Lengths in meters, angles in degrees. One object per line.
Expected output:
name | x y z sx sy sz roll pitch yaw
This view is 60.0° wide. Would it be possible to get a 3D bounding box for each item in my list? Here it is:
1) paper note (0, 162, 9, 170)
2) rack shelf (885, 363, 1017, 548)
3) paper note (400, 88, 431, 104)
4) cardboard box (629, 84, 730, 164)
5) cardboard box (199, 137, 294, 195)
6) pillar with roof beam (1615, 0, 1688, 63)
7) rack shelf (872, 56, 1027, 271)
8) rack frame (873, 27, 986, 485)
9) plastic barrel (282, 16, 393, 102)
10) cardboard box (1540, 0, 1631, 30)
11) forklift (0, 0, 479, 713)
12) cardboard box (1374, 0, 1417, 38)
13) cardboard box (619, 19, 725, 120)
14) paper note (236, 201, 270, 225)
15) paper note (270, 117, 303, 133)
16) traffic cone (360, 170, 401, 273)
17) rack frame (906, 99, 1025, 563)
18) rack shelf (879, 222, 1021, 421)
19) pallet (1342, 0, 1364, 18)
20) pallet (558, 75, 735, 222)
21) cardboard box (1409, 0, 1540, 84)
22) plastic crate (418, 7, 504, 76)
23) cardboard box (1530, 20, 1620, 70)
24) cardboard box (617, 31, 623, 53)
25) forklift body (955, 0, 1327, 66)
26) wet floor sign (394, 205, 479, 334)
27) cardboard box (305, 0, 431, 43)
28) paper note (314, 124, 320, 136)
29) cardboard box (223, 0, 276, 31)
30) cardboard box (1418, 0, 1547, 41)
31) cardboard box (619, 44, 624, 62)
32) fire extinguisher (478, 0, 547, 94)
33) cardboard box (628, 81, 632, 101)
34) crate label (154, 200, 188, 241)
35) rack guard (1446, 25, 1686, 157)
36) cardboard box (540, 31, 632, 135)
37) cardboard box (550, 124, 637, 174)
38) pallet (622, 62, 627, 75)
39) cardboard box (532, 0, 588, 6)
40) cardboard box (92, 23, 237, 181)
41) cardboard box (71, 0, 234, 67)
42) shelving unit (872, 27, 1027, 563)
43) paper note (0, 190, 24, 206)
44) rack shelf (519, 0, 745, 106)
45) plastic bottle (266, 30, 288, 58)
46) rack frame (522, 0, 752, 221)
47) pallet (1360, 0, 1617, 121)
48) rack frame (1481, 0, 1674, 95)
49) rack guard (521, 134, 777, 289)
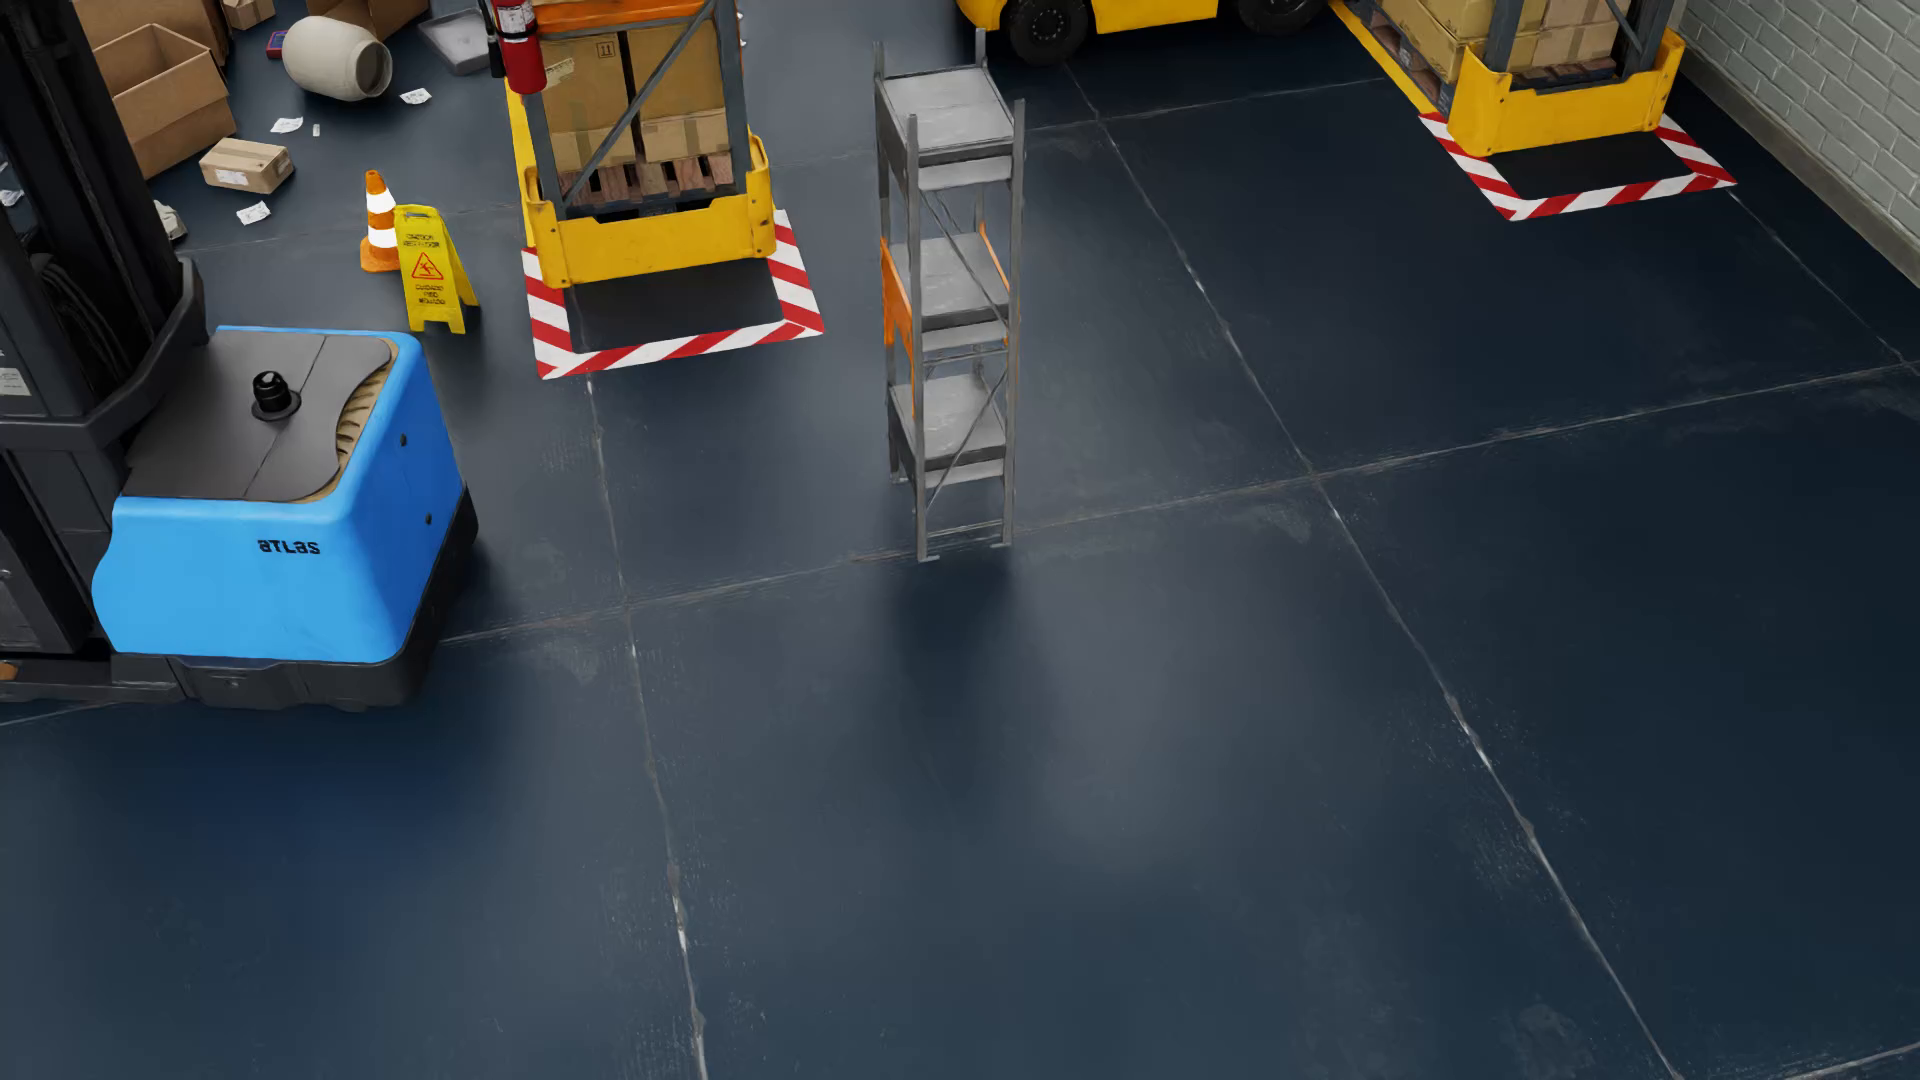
paper note | -5.172 -2.000 8.953 0.032 0.001 0.123 11 47 11
rack shelf | -0.042 -0.350 6.873 0.431 0.518 0.480 -11 47 -10
paper note | -3.094 -2.526 9.455 0.142 0.019 0.148 -26 51 -24
cardboard box | -1.447 -2.246 8.732 0.500 0.250 0.500 -11 47 -11
cardboard box | -3.796 -1.991 8.848 0.380 0.149 0.250 11 47 11
pillar with roof beam | -0.179 -5.322 5.916 9.100 9.000 0.400 -11 47 -10
rack shelf | -0.042 -1.330 5.873 0.431 0.518 0.480 -11 47 -10
rack frame | -0.105 -1.018 6.528 0.400 2.100 0.015 -11 47 -10
plastic barrel | -3.500 -2.701 9.351 0.512 0.421 0.421 19 48 17
cardboard box | 3.370 -3.086 9.206 0.500 0.250 0.500 -10 46 -10
forklift | -3.547 -0.777 5.710 3.031 2.935 1.130 2 46 2
cardboard box | 2.746 -3.160 9.628 0.500 0.250 0.500 -11 47 -10
cardboard box | -1.453 -2.524 8.481 0.500 0.500 0.500 -12 47 -12
paper note | -3.674 -1.703 8.648 0.148 0.019 0.142 -26 51 -24
paper note | -3.746 -2.313 9.254 0.148 0.019 0.142 4 46 4
traffic cone | -2.865 -1.627 8.271 0.336 0.463 0.334 -11 47 -10
rack frame | 0.020 -0.681 6.198 0.400 2.100 0.015 -11 47 -10
rack shelf | -0.042 -0.840 6.373 0.431 0.518 0.480 -11 47 -10
pallet | 2.745 -3.749 10.527 1.003 0.211 1.213 -11 47 -10
pallet | -1.701 -2.097 8.908 1.003 0.211 1.213 -11 47 -10
cardboard box | 2.864 -2.815 9.290 0.500 0.250 0.500 -10 46 -10
plastic crate | -2.922 -2.959 9.845 0.402 0.080 0.583 -26 51 -24
cardboard box | 3.353 -2.923 9.396 0.500 0.250 0.500 -11 47 -10
cardboard box | -1.591 -2.885 8.834 0.500 0.500 0.500 -12 47 -12
forklift body | 1.041 -4.042 9.456 2.313 2.155 1.214 -11 47 -10
wet floor sign | -2.493 -1.303 7.826 0.267 0.644 0.232 4 46 4
cardboard box | -3.573 -3.353 9.934 0.500 0.500 0.500 19 48 17
paper note | -3.567 -2.274 9.222 0.032 0.001 0.123 -11 47 -10
cardboard box | -4.398 -3.303 10.052 0.396 0.266 0.258 27 51 24
cardboard box | 2.863 -3.002 9.124 0.500 0.250 0.500 -11 47 -11
cardboard box | -1.722 -2.974 9.446 0.500 0.250 0.500 -8 46 -8
fire extinguisher | -1.924 -2.263 7.173 0.296 0.674 0.183 -11 47 -10
cardboard box | -1.570 -2.599 9.079 0.500 0.250 0.500 -9 46 -9
crate label | -4.112 -1.606 8.479 0.250 0.136 0.298 -35 55 -30
rack guard | 3.296 -2.472 9.073 1.175 0.500 0.348 -11 47 -10
cardboard box | -1.965 -2.406 8.365 0.500 0.500 0.500 -10 46 -10
cardboard box | -1.981 -2.164 8.652 0.500 0.250 0.500 -11 47 -11
pallet | -2.010 -2.938 9.732 1.003 0.211 1.213 -11 47 -10
cardboard box | -1.810 -2.585 7.609 0.380 0.149 0.250 -9 46 -9
cardboard box | -4.405 -2.330 8.931 0.637 0.503 0.797 27 51 24
cardboard box | -4.652 -3.021 9.514 0.797 0.637 0.503 -11 47 -10
shelving unit | -0.042 -0.849 6.363 0.431 2.100 0.503 -11 47 -10
paper note | -5.016 -1.803 8.748 0.144 0.017 0.142 4 46 4
rack shelf | -2.020 -3.583 8.915 1.077 0.370 4.000 -11 47 -10
plastic bottle | -4.014 -2.953 9.852 0.133 0.061 0.283 -3 46 -3
rack frame | -1.508 -2.454 7.305 1.000 3.000 0.127 -11 47 -10
pallet | 3.053 -2.908 9.703 1.003 0.211 1.213 -11 47 -10
rack frame | 3.290 -3.364 8.197 1.000 3.000 0.127 -11 47 -10
rack guard | -1.527 -1.631 8.249 1.175 0.500 0.348 -11 47 -10
